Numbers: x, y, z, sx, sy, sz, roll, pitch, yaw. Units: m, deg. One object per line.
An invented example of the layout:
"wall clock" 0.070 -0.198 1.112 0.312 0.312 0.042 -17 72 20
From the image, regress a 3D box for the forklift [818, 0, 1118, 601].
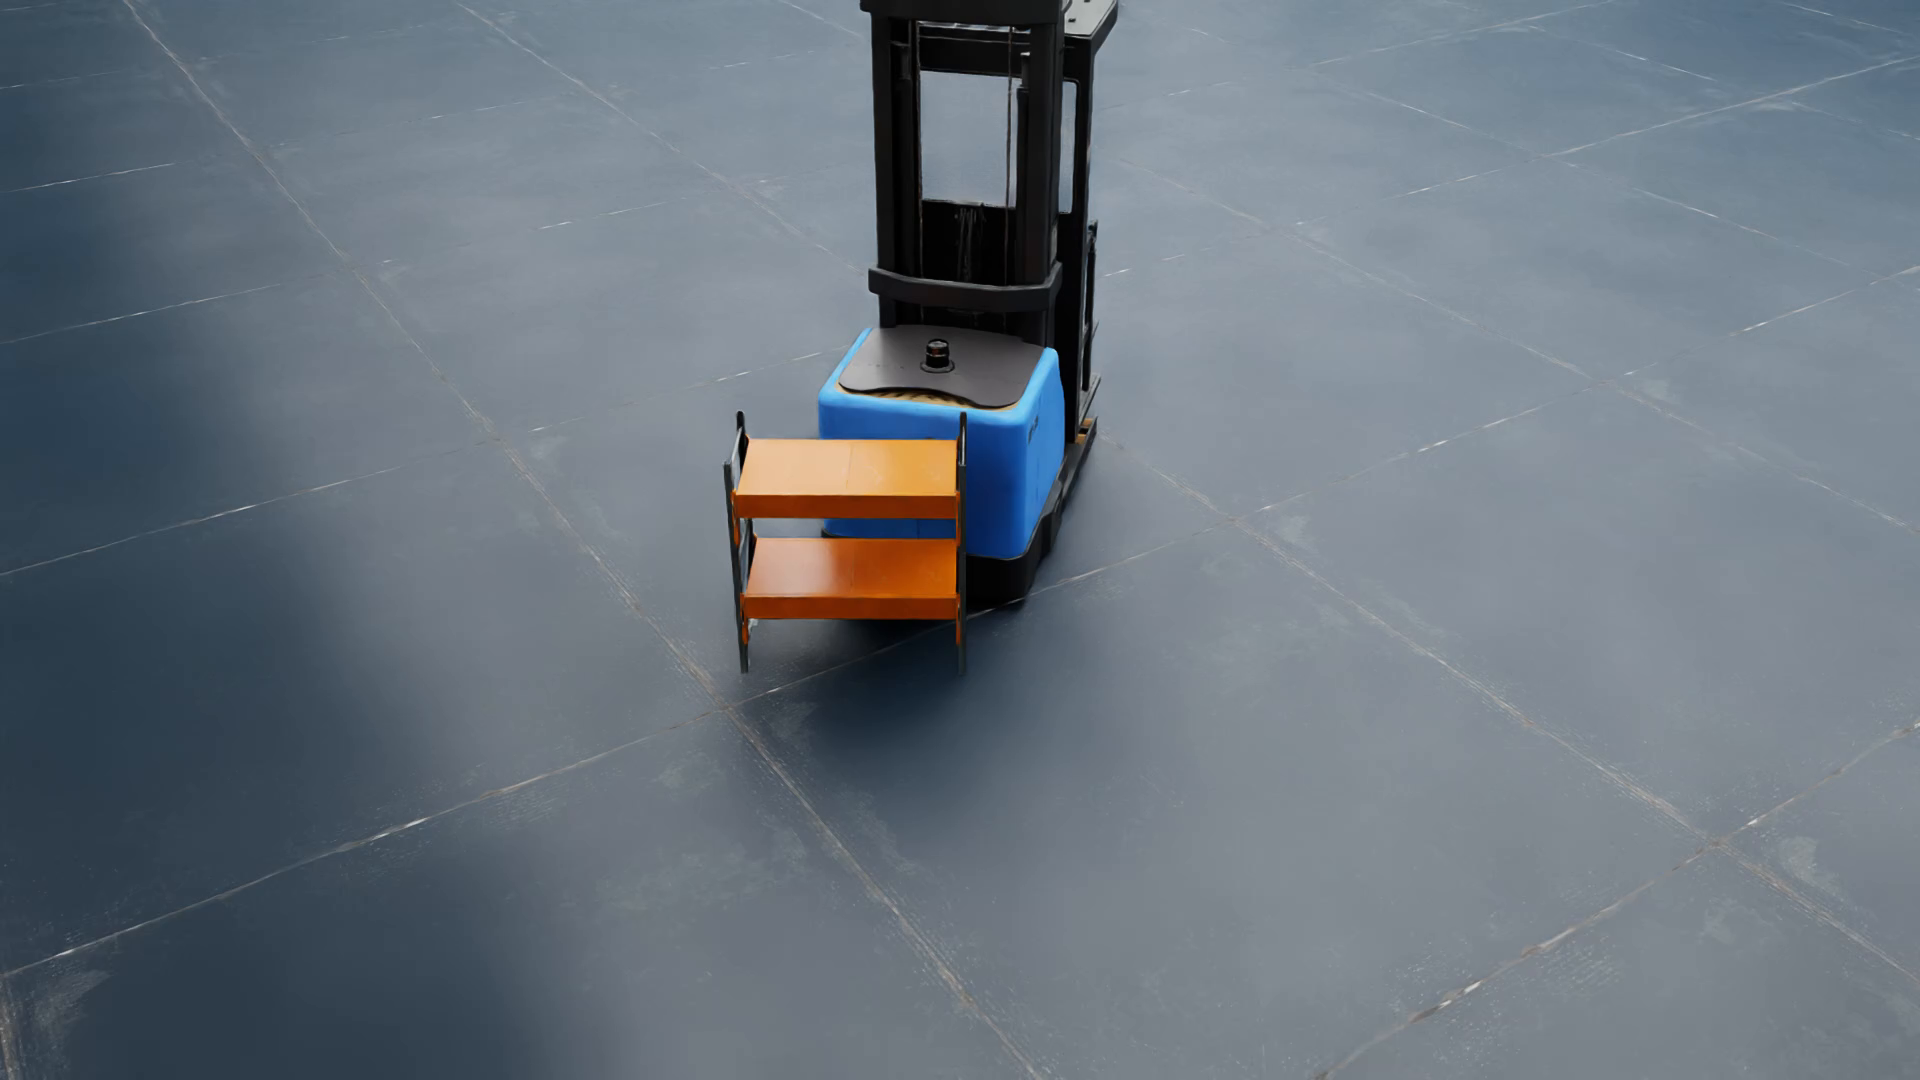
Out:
"forklift" 0.170 -1.719 8.729 1.130 2.935 3.031 8 33 12

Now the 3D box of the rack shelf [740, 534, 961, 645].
"rack shelf" -0.494 0.227 7.794 1.000 0.278 0.538 0 32 0

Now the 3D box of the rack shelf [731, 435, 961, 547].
"rack shelf" -0.494 -0.227 7.507 1.000 0.278 0.538 0 32 0

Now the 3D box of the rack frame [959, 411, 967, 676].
"rack frame" 0.014 0.023 7.660 0.032 1.125 0.500 0 32 0

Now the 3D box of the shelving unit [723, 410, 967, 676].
"shelving unit" -0.494 0.020 7.664 1.048 1.125 0.538 0 32 0

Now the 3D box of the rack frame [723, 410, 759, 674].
"rack frame" -1.002 0.018 7.667 0.032 1.125 0.500 0 32 0
